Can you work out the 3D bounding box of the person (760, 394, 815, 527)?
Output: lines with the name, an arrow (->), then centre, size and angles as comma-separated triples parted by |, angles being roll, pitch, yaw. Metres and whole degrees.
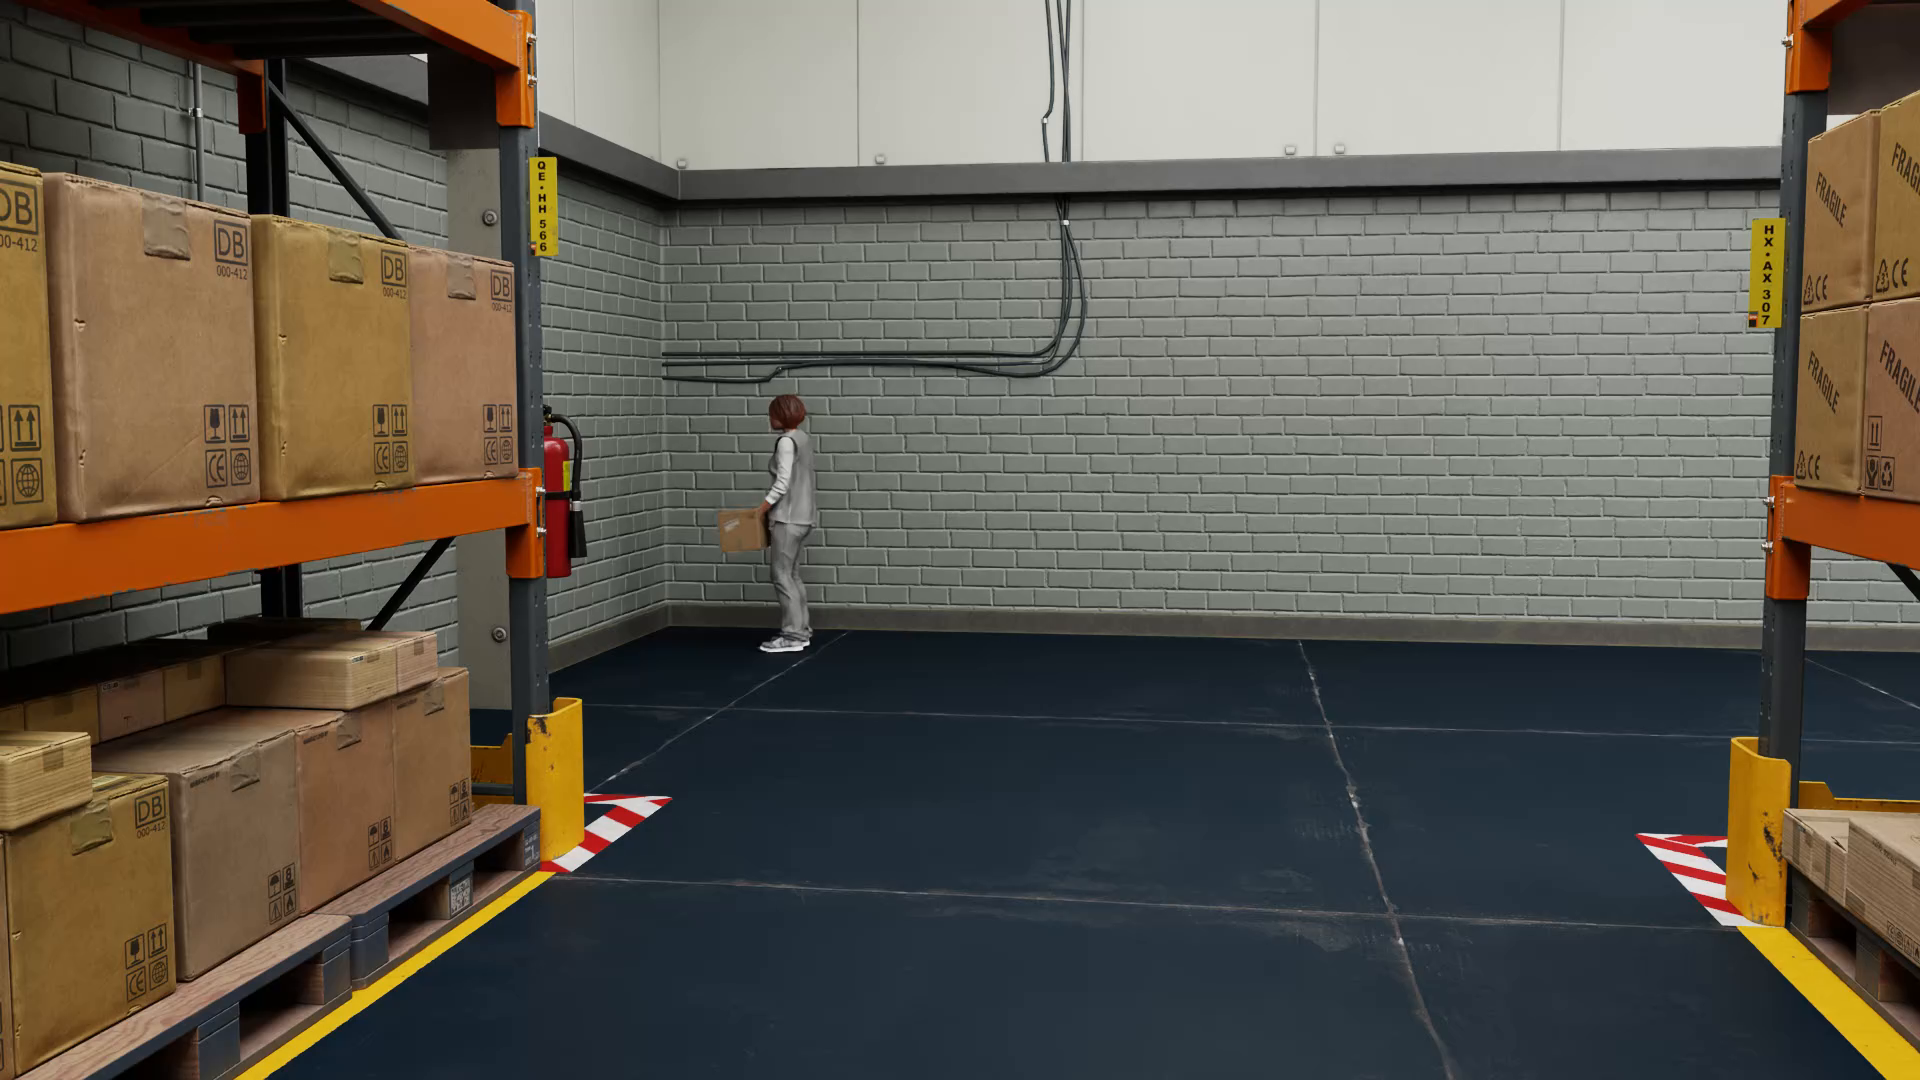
person -> -1.108, -0.476, 10.343 | 0.383, 0.863, 0.444 | 1, 5, 8
